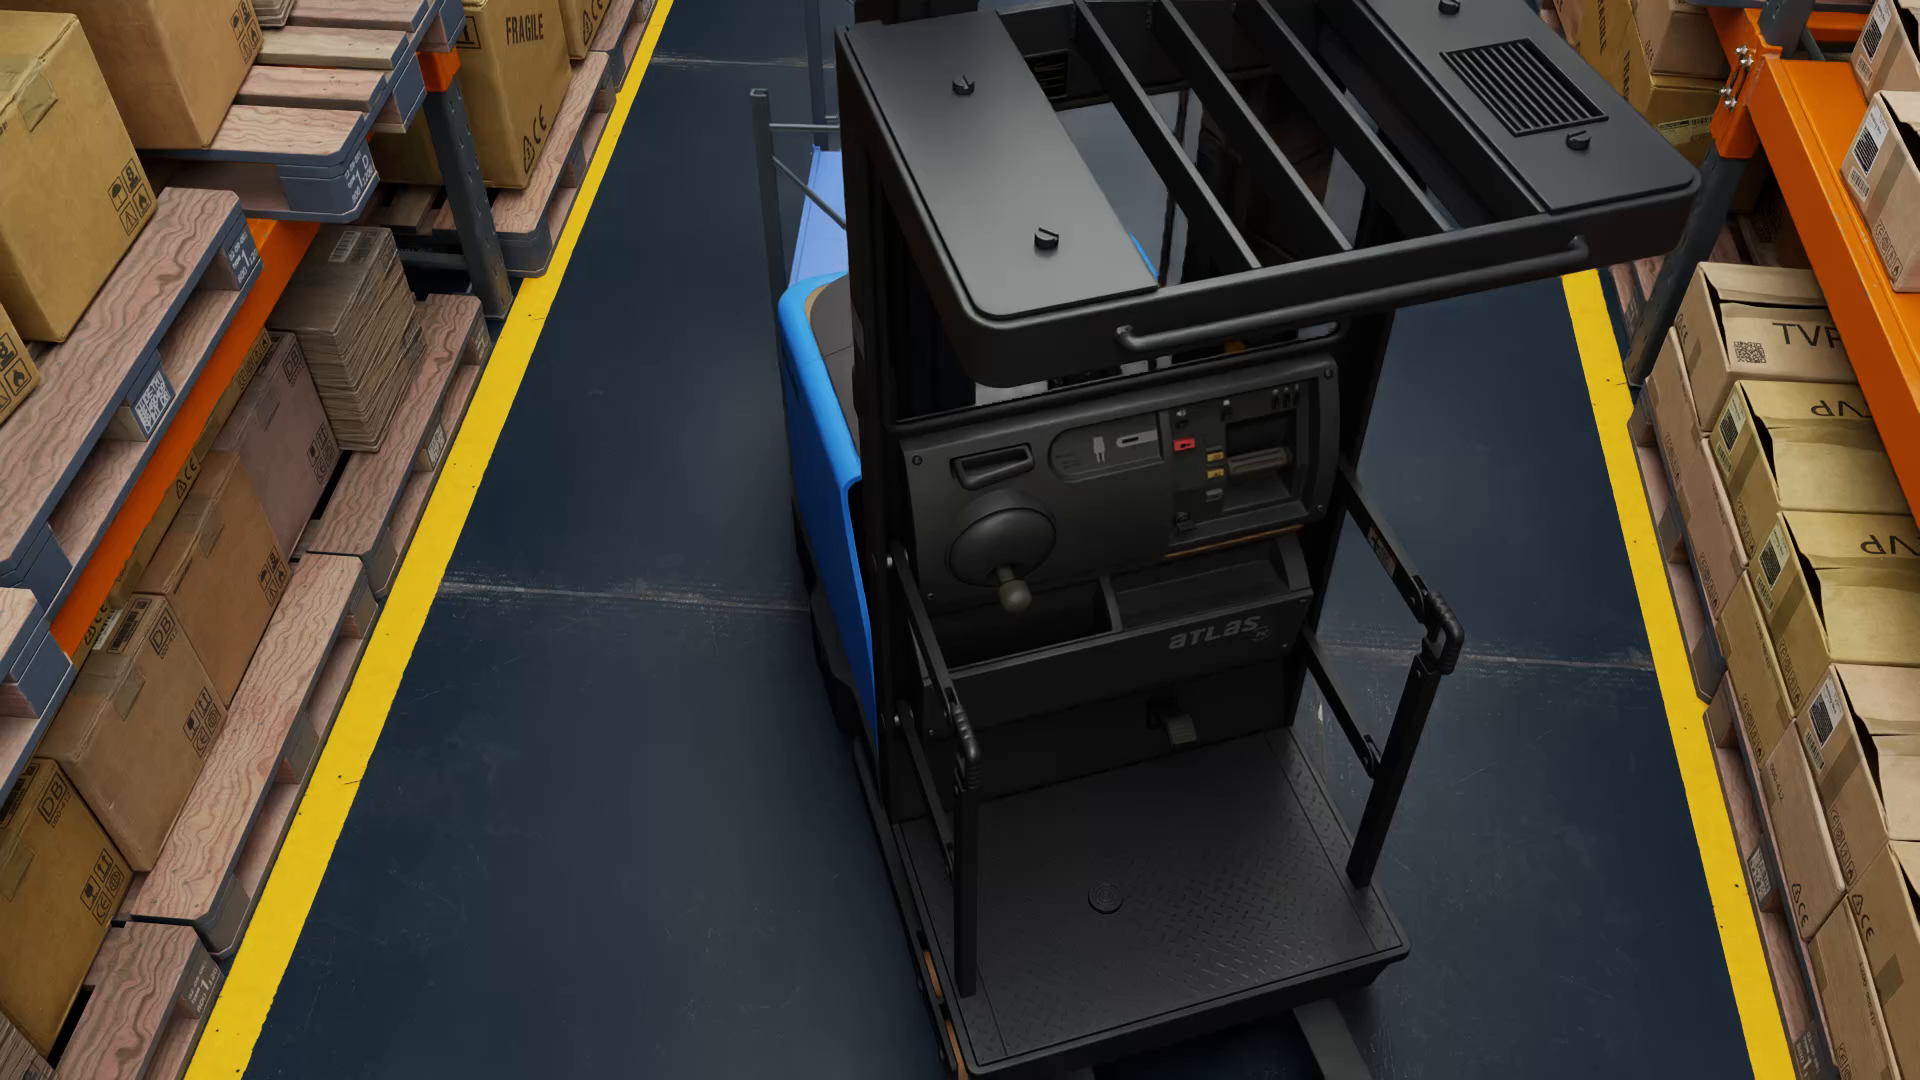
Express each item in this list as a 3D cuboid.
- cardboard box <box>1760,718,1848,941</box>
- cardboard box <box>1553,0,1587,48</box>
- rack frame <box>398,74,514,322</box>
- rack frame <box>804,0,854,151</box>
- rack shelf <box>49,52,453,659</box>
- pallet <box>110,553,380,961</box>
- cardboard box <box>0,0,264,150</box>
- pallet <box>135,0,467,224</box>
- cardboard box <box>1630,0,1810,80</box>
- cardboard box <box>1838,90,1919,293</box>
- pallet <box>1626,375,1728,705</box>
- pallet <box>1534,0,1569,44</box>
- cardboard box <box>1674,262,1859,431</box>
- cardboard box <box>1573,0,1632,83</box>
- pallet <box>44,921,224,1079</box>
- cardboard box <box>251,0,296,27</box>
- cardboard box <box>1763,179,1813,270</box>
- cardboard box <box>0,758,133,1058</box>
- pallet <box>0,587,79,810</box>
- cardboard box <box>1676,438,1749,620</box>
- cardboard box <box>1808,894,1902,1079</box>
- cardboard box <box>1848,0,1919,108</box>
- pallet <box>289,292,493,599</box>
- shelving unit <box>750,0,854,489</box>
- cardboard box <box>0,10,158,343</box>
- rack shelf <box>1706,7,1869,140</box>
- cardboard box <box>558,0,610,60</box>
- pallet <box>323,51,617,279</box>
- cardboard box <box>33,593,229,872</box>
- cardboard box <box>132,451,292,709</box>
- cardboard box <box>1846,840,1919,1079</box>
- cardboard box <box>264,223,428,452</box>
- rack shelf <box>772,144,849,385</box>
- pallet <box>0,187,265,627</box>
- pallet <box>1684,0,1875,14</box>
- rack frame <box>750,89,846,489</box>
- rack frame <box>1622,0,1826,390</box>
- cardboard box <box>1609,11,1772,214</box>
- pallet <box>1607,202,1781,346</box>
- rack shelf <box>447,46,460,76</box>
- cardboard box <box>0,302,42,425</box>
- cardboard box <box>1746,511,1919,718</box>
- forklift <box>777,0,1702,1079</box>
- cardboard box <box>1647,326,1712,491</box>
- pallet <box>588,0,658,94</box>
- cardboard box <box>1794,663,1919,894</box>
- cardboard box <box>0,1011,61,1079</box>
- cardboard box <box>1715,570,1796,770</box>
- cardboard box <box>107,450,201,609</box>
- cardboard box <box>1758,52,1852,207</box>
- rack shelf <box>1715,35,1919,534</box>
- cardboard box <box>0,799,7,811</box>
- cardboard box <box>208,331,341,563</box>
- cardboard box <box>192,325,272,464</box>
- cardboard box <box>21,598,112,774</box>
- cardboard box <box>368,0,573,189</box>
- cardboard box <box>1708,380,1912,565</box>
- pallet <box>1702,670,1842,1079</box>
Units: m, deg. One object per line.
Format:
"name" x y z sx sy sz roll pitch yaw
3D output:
"cardboard box" 2.334 0.734 4.124 0.500 0.250 0.500 5 48 4
"cardboard box" 2.748 -2.320 6.735 0.500 0.500 0.500 2 48 2
"rack frame" -2.126 -1.876 4.933 1.000 3.000 0.127 4 48 4
"rack frame" -0.236 -1.383 5.499 0.500 1.500 0.032 2 48 2
"rack shelf" -2.308 -0.164 3.854 1.077 0.370 4.000 4 48 4
"pallet" -2.313 0.533 4.619 1.003 0.211 1.213 4 48 4
"cardboard box" -2.183 -1.300 4.040 0.700 0.500 0.500 0 48 0
"pallet" -2.085 -1.281 4.518 1.213 0.211 1.003 4 48 4
"cardboard box" 2.660 -1.848 5.795 0.500 0.250 0.500 6 48 5
"cardboard box" 2.533 -0.872 4.075 0.500 0.311 0.500 3 48 3
"pallet" 2.693 -0.002 5.109 1.003 0.211 1.213 4 48 4
"pallet" 3.027 -2.045 6.977 1.003 0.211 1.213 4 48 4
"cardboard box" 2.467 -0.584 4.950 0.500 0.311 0.500 5 48 5
"cardboard box" 2.706 -1.934 6.382 0.500 0.500 0.500 2 48 2
"pallet" -2.421 1.432 3.797 1.003 0.211 1.213 4 48 4
"cardboard box" -2.159 -1.712 4.417 0.700 0.500 0.500 -1 48 -1
"cardboard box" 3.133 -1.166 5.679 0.500 0.500 0.500 6 48 5
"cardboard box" -2.443 0.833 3.851 0.700 0.500 0.500 3 48 3
"pallet" -2.276 0.576 2.820 1.003 0.211 1.213 4 48 4
"cardboard box" 2.422 -0.025 4.819 0.500 0.250 0.500 3 48 2
"cardboard box" 2.286 1.108 3.783 0.500 0.250 0.500 5 48 4
"cardboard box" 2.731 -1.251 4.422 0.500 0.311 0.500 7 48 6
"pallet" -2.199 -0.361 5.437 1.003 0.211 1.213 4 48 4
"shelving unit" -0.262 -1.009 5.156 0.538 1.500 1.048 2 48 2
"cardboard box" -2.250 -0.795 3.579 0.700 0.500 0.500 4 48 4
"rack shelf" 2.989 -2.773 6.241 1.077 0.370 4.000 4 48 4
"cardboard box" -1.842 -2.467 6.646 0.750 0.750 0.750 4 48 3
"pallet" -1.979 -1.509 6.487 1.003 0.211 1.213 4 48 4
"cardboard box" -2.356 0.461 4.191 0.700 0.500 0.500 4 48 4
"cardboard box" -2.320 0.089 4.531 0.700 0.500 0.500 4 48 3
"cardboard box" 2.283 0.924 3.571 0.500 0.311 0.500 4 48 3
"cardboard box" -2.140 -0.648 5.206 0.700 0.500 0.500 4 48 4
"rack shelf" -0.262 -0.887 5.289 0.538 0.185 1.000 2 48 2
"pallet" -2.266 -0.354 3.671 1.003 0.211 1.213 4 48 4
"pallet" 2.799 -1.984 5.162 1.213 0.211 1.003 4 48 4
"rack frame" -0.288 -0.634 4.814 0.500 1.500 0.032 2 48 2
"rack frame" 2.807 -1.546 4.631 1.000 3.000 0.127 4 48 4
"cardboard box" 2.659 -1.554 6.034 0.500 0.500 0.500 6 48 5
"pallet" 2.913 -1.151 6.159 1.003 0.211 1.213 4 48 4
"rack shelf" -1.944 -3.103 6.543 1.077 0.370 4.000 4 48 4
"cardboard box" -2.323 -0.387 3.205 0.700 0.500 0.500 10 48 9
"cardboard box" 2.379 0.178 4.254 0.500 0.311 0.500 3 48 2
"forklift" 0.408 -0.011 3.274 1.130 2.935 3.031 -12 49 -11
"cardboard box" 2.467 -0.394 5.157 0.500 0.250 0.500 4 48 3
"pallet" -1.866 -2.403 7.305 1.003 0.211 1.213 4 48 4
"cardboard box" 2.333 0.555 3.908 0.500 0.311 0.500 3 48 3
"cardboard box" -2.440 1.216 3.501 0.700 0.500 0.500 5 48 5
"cardboard box" 2.381 0.357 4.469 0.500 0.250 0.500 3 48 2
"cardboard box" -2.296 -0.109 4.204 0.500 0.250 0.500 4 48 3
"cardboard box" 3.175 -1.551 6.032 0.500 0.500 0.500 2 48 2
"rack shelf" 2.625 0.167 3.552 1.077 0.370 4.000 4 48 4
"cardboard box" -2.404 0.639 3.520 0.500 0.250 0.500 3 48 3
"cardboard box" -2.303 -0.278 4.867 0.700 0.500 0.500 4 48 3
"cardboard box" -2.254 -0.487 4.550 0.500 0.250 0.500 5 48 4
"cardboard box" -2.360 0.257 3.870 0.500 0.250 0.500 3 48 2
"cardboard box" -1.929 -1.824 6.058 0.750 0.750 0.750 3 48 3
"cardboard box" 2.428 -0.197 4.596 0.500 0.311 0.500 3 48 3
"pallet" 2.580 0.892 4.291 1.003 0.211 1.213 4 48 4
